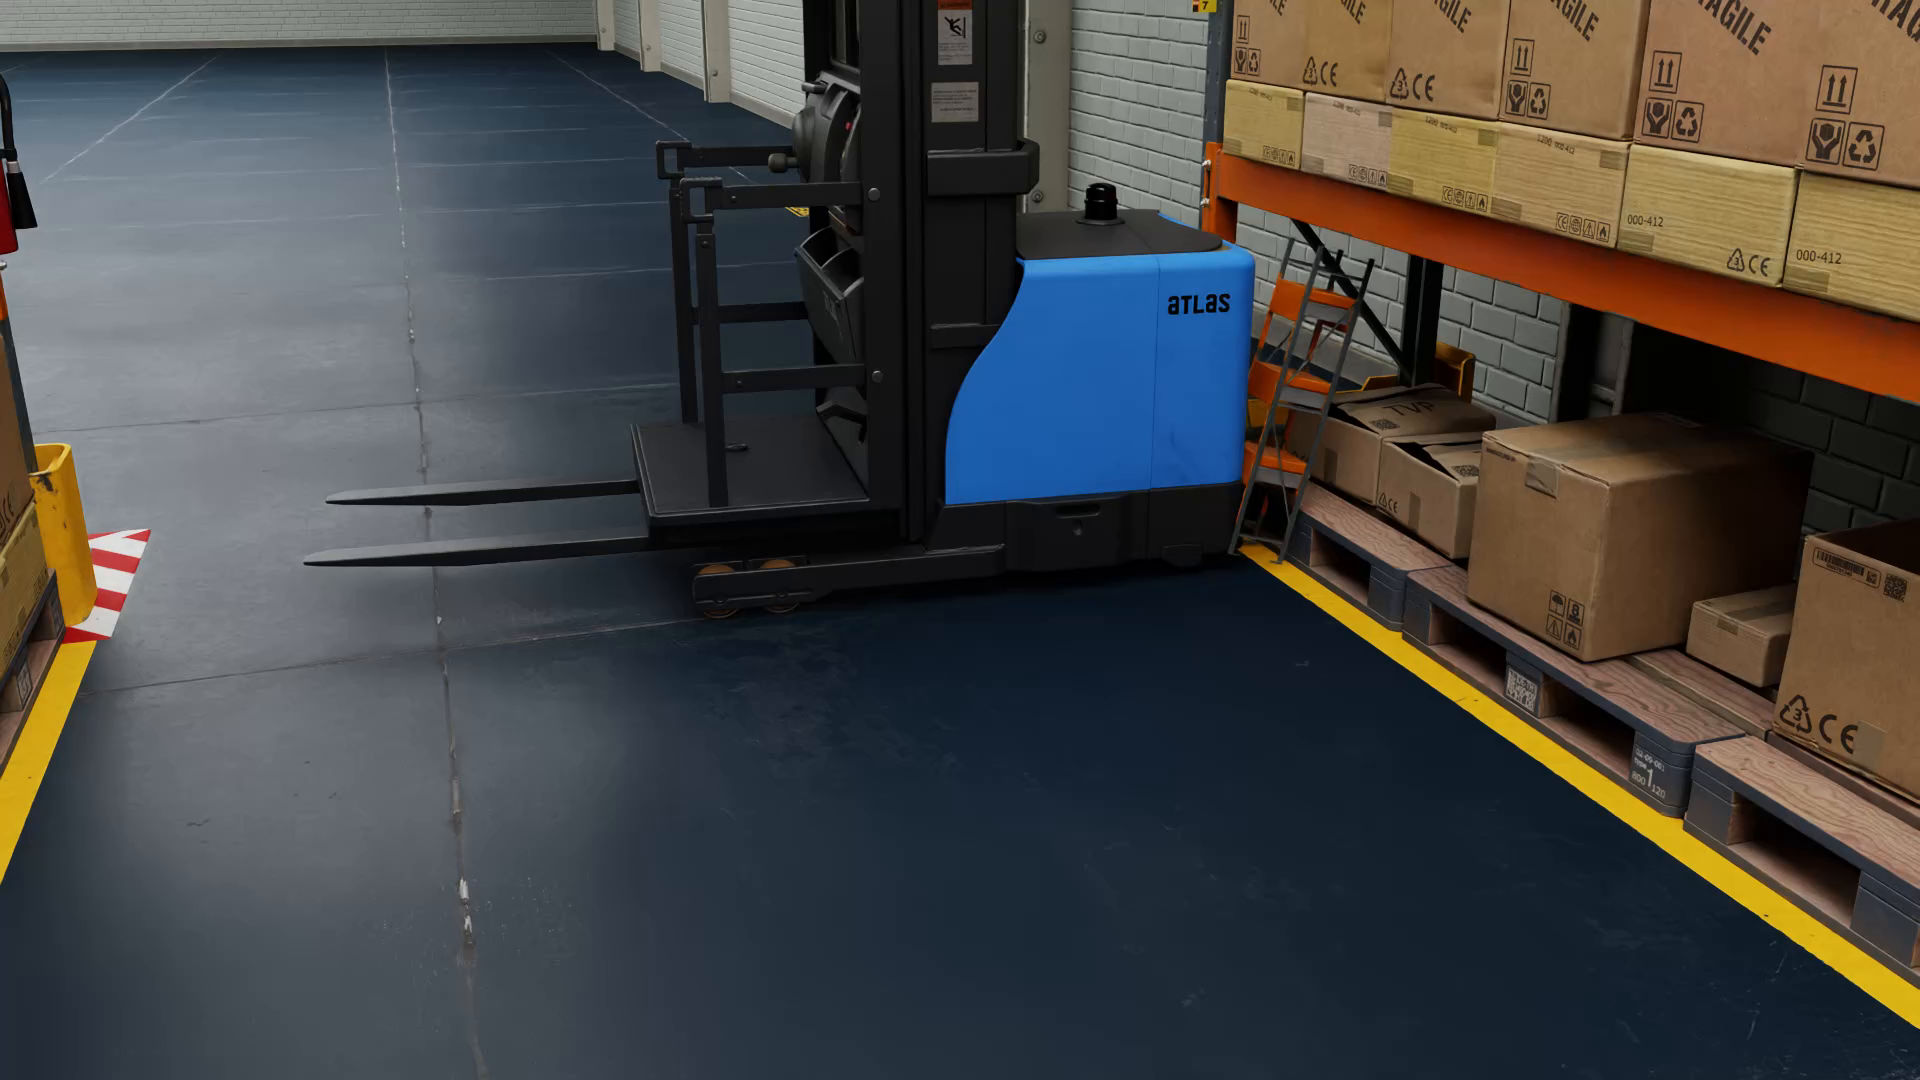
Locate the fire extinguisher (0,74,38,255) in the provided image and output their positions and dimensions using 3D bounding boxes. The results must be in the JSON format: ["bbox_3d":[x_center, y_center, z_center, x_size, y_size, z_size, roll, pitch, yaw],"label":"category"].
[{"bbox_3d":[-2.922,-1.181,4.882,0.296,0.674,0.183,-6,21,-17],"label":"fire extinguisher"}]

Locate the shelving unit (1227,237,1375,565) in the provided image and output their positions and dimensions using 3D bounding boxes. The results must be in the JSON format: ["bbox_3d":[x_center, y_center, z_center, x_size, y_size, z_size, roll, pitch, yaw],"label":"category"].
[{"bbox_3d":[1.093,-0.464,5.583,0.215,1.050,0.252,11,14,-15],"label":"shelving unit"}]

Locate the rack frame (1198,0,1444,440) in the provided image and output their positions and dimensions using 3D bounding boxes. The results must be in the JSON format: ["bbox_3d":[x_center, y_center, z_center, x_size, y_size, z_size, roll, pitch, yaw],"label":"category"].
[{"bbox_3d":[1.376,-1.658,6.095,1.000,3.000,0.127,-6,21,-17],"label":"rack frame"}]

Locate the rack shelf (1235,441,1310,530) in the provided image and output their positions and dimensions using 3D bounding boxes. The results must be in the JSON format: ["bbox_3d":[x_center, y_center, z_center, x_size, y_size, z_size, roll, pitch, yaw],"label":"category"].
[{"bbox_3d":[1.024,-0.193,5.651,0.215,0.259,0.240,11,14,-15],"label":"rack shelf"}]

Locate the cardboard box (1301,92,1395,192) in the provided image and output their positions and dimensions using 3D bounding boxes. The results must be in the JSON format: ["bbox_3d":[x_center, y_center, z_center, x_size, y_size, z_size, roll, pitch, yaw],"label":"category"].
[{"bbox_3d":[1.405,-1.241,5.127,0.500,0.250,0.500,-7,21,-19],"label":"cardboard box"}]

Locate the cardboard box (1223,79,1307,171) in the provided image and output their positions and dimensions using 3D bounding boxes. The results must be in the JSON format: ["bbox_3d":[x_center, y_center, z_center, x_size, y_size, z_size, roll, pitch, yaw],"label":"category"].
[{"bbox_3d":[1.228,-1.406,5.587,0.500,0.250,0.500,-7,21,-19],"label":"cardboard box"}]

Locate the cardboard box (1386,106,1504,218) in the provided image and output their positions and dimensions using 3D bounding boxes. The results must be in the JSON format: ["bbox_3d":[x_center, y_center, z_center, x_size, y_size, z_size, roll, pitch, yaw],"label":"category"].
[{"bbox_3d":[1.559,-1.077,4.670,0.500,0.250,0.500,-7,21,-18],"label":"cardboard box"}]

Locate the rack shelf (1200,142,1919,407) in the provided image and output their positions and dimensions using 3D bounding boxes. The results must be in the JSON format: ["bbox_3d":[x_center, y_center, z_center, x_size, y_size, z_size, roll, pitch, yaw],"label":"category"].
[{"bbox_3d":[2.004,-0.678,4.430,1.077,0.370,4.000,-6,21,-17],"label":"rack shelf"}]

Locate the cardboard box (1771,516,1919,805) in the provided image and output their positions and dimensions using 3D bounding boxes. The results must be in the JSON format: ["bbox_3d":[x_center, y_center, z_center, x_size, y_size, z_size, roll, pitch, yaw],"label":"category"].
[{"bbox_3d":[2.269,0.266,3.785,0.500,0.500,0.500,-8,21,-21],"label":"cardboard box"}]

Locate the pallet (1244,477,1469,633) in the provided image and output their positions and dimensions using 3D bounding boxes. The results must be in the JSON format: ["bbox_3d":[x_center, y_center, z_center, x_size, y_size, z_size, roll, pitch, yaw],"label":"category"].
[{"bbox_3d":[1.622,-0.057,5.762,1.003,0.211,1.213,-6,21,-17],"label":"pallet"}]

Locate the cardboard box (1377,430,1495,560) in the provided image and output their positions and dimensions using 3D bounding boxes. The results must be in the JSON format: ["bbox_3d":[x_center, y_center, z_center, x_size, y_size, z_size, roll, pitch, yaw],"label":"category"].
[{"bbox_3d":[1.687,-0.185,5.321,0.500,0.311,0.500,-5,20,-13],"label":"cardboard box"}]

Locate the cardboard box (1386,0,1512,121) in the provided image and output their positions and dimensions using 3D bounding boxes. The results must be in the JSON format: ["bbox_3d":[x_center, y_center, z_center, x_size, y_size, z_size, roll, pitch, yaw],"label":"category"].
[{"bbox_3d":[1.543,-1.438,4.567,0.500,0.500,0.500,-7,21,-19],"label":"cardboard box"}]

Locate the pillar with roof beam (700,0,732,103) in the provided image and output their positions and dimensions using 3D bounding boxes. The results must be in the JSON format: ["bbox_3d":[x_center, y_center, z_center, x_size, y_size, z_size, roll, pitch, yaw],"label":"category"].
[{"bbox_3d":[-7.327,-9.667,19.520,9.100,9.000,0.400,-6,21,-17],"label":"pillar with roof beam"}]

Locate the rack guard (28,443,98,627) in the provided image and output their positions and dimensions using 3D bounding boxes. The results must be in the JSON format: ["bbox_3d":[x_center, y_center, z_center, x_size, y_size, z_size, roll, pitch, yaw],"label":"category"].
[{"bbox_3d":[-3.333,0.038,5.070,1.175,0.500,0.348,-6,21,-17],"label":"rack guard"}]

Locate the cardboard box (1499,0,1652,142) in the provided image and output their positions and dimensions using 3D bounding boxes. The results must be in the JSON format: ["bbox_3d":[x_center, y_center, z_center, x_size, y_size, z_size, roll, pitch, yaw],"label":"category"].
[{"bbox_3d":[1.716,-1.274,4.109,0.500,0.500,0.500,-6,21,-16],"label":"cardboard box"}]

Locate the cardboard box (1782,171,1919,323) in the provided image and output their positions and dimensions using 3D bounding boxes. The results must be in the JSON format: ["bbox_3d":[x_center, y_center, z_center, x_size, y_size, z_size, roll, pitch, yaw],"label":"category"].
[{"bbox_3d":[2.048,-0.594,3.324,0.500,0.250,0.500,-6,21,-17],"label":"cardboard box"}]

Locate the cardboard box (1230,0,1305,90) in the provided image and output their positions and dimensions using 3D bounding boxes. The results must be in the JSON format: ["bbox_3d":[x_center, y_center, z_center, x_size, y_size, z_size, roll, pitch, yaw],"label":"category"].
[{"bbox_3d":[1.241,-1.765,5.475,0.500,0.500,0.500,-6,21,-17],"label":"cardboard box"}]

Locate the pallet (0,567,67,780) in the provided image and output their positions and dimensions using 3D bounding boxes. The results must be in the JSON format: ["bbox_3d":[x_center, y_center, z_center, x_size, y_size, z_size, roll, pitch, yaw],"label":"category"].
[{"bbox_3d":[-3.045,0.423,4.427,1.003,0.211,1.213,-6,21,-17],"label":"pallet"}]

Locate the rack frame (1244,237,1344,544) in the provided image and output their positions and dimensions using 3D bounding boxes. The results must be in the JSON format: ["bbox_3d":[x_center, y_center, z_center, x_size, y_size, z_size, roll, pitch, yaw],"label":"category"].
[{"bbox_3d":[1.069,-0.499,5.697,0.200,1.050,0.008,11,14,-15],"label":"rack frame"}]

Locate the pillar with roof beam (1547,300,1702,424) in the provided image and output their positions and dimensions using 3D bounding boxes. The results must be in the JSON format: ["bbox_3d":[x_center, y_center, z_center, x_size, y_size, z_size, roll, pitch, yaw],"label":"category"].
[{"bbox_3d":[-1.670,-3.891,3.438,9.100,9.000,0.400,-6,21,-17],"label":"pillar with roof beam"}]

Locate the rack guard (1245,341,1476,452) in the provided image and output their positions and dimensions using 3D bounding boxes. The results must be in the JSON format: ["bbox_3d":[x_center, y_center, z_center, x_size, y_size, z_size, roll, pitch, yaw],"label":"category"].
[{"bbox_3d":[1.400,-0.457,6.450,1.175,0.500,0.348,-6,21,-17],"label":"rack guard"}]

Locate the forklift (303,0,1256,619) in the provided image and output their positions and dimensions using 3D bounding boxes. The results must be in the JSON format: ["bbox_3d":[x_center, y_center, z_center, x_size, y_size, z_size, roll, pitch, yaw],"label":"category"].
[{"bbox_3d":[-0.607,-1.329,5.282,3.031,2.935,1.130,-5,20,-13],"label":"forklift"}]

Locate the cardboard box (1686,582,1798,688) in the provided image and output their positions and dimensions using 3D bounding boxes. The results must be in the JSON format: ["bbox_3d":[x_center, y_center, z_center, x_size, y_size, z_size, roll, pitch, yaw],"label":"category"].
[{"bbox_3d":[2.149,0.245,4.364,0.380,0.149,0.250,-8,21,-22],"label":"cardboard box"}]

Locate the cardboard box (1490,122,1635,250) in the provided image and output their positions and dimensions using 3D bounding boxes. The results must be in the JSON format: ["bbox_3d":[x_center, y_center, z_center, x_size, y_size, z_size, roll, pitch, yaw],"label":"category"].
[{"bbox_3d":[1.716,-0.915,4.218,0.500,0.250,0.500,-6,21,-17],"label":"cardboard box"}]

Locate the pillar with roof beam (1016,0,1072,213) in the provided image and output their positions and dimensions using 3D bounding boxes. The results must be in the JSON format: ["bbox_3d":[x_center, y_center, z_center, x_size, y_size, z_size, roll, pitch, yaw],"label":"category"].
[{"bbox_3d":[-3.556,-5.817,8.798,9.100,9.000,0.400,-6,21,-17],"label":"pillar with roof beam"}]

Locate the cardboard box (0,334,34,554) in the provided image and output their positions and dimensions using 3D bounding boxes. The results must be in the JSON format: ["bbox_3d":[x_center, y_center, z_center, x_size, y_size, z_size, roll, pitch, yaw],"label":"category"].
[{"bbox_3d":[-2.875,-0.246,4.502,0.500,0.500,0.500,-6,21,-17],"label":"cardboard box"}]

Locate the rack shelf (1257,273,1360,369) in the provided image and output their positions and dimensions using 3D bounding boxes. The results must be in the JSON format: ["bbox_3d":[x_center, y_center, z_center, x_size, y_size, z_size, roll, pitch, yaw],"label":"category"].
[{"bbox_3d":[1.159,-0.722,5.519,0.215,0.259,0.240,11,14,-15],"label":"rack shelf"}]

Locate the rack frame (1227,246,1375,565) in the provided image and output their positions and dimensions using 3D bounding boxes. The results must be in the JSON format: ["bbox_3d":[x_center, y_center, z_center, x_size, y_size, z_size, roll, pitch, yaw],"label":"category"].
[{"bbox_3d":[1.117,-0.430,5.468,0.200,1.050,0.008,11,14,-15],"label":"rack frame"}]

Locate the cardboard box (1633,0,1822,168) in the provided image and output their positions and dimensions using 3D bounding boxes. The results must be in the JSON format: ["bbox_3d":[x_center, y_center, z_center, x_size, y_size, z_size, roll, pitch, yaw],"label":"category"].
[{"bbox_3d":[1.881,-1.107,3.645,0.500,0.500,0.500,-7,21,-19],"label":"cardboard box"}]

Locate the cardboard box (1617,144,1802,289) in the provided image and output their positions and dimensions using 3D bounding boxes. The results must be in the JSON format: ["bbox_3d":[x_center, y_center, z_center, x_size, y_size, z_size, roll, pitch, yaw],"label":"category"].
[{"bbox_3d":[1.875,-0.753,3.769,0.500,0.250,0.500,-7,21,-18],"label":"cardboard box"}]

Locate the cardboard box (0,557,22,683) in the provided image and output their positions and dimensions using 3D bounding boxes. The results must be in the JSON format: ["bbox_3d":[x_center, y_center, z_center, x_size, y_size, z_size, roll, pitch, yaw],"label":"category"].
[{"bbox_3d":[-2.708,0.266,4.185,0.500,0.250,0.500,-6,21,-17],"label":"cardboard box"}]

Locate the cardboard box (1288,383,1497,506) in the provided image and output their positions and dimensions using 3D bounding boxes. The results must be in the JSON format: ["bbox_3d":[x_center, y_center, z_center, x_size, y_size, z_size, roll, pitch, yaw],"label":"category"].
[{"bbox_3d":[1.508,-0.368,5.830,0.500,0.311,0.500,-9,22,-23],"label":"cardboard box"}]

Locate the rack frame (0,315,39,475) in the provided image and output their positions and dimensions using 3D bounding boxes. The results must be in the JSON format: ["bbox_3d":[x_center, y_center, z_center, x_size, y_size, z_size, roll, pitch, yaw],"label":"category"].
[{"bbox_3d":[-3.326,-1.130,4.626,1.000,3.000,0.127,-6,21,-17],"label":"rack frame"}]

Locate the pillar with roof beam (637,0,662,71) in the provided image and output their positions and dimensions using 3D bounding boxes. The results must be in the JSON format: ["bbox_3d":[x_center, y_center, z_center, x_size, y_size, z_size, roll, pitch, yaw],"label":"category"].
[{"bbox_3d":[-9.213,-11.593,24.880,9.100,9.000,0.400,-6,21,-17],"label":"pillar with roof beam"}]

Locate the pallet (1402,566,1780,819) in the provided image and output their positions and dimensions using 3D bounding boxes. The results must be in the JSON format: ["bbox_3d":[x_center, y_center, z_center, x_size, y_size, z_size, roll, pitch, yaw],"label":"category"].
[{"bbox_3d":[2.001,0.334,4.674,1.003,0.211,1.213,-6,21,-17],"label":"pallet"}]

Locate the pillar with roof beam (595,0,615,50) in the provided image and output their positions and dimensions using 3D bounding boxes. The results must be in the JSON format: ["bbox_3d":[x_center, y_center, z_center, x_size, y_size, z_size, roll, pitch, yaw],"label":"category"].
[{"bbox_3d":[-11.099,-13.518,30.241,9.100,9.000,0.400,-6,21,-17],"label":"pillar with roof beam"}]

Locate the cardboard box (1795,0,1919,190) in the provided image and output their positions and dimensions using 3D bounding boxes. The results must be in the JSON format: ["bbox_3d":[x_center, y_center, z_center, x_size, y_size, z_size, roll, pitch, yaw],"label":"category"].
[{"bbox_3d":[2.029,-0.944,3.192,0.500,0.500,0.500,-7,21,-18],"label":"cardboard box"}]

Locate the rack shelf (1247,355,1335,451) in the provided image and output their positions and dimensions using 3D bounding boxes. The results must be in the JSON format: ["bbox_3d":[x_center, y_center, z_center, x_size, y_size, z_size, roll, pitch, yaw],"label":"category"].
[{"bbox_3d":[1.091,-0.454,5.585,0.215,0.259,0.240,11,14,-15],"label":"rack shelf"}]

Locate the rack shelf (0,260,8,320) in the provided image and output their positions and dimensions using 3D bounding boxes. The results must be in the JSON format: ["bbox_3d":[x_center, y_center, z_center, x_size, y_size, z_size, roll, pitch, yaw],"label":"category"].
[{"bbox_3d":[-2.697,-0.150,2.961,1.077,0.370,4.000,-6,21,-17],"label":"rack shelf"}]

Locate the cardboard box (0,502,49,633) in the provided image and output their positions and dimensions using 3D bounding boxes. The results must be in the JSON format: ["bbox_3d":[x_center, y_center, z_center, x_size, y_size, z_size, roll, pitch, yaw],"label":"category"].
[{"bbox_3d":[-2.877,0.107,4.628,0.500,0.250,0.500,-6,21,-17],"label":"cardboard box"}]

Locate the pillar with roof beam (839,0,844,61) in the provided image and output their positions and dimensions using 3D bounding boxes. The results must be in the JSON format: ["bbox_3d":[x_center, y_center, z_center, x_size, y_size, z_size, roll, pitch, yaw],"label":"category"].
[{"bbox_3d":[-5.441,-7.742,14.159,9.100,9.000,0.400,-6,21,-17],"label":"pillar with roof beam"}]

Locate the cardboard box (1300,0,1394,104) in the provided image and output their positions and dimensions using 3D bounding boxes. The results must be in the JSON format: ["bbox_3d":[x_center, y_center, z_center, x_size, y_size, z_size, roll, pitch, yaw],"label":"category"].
[{"bbox_3d":[1.386,-1.605,5.030,0.500,0.500,0.500,-6,21,-17],"label":"cardboard box"}]

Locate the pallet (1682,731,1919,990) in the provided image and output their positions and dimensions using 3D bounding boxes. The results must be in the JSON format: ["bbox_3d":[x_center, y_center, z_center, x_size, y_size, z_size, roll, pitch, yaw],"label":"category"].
[{"bbox_3d":[2.388,0.726,3.582,1.003,0.211,1.213,-6,21,-17],"label":"pallet"}]

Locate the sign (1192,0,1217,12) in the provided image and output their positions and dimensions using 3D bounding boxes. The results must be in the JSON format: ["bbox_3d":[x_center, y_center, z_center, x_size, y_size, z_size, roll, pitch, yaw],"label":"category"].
[{"bbox_3d":[0.861,-2.008,5.788,0.100,0.325,0.005,-6,21,-17],"label":"sign"}]

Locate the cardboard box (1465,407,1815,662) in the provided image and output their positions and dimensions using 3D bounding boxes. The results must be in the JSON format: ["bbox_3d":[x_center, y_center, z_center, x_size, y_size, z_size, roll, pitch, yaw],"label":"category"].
[{"bbox_3d":[1.870,-0.033,4.619,0.700,0.500,0.500,-8,21,-21],"label":"cardboard box"}]
